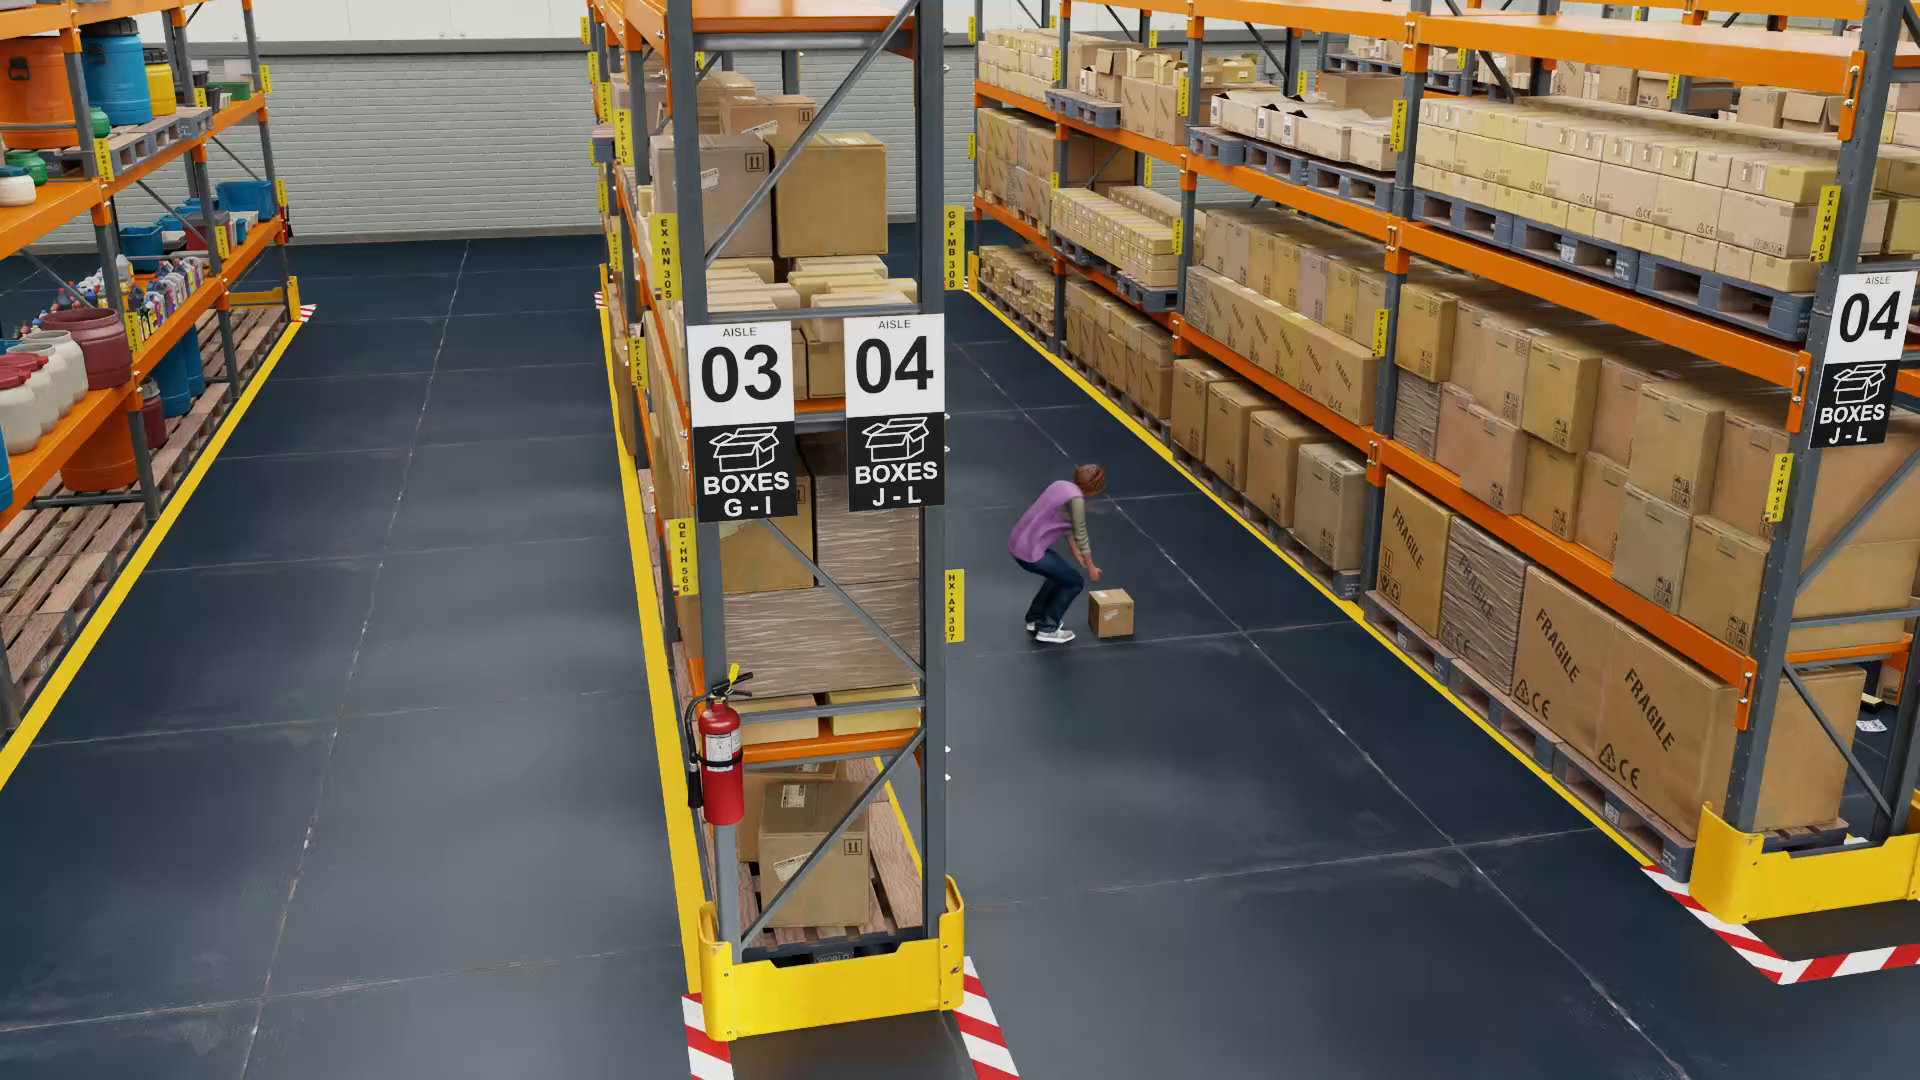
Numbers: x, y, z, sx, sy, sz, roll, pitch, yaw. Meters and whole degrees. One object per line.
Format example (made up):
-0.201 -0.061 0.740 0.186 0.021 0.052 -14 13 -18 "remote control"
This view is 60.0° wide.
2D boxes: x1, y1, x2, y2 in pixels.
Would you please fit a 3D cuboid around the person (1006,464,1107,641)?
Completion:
0.657 0.077 11.445 0.701 1.214 0.461 -5 20 -12 "person"
